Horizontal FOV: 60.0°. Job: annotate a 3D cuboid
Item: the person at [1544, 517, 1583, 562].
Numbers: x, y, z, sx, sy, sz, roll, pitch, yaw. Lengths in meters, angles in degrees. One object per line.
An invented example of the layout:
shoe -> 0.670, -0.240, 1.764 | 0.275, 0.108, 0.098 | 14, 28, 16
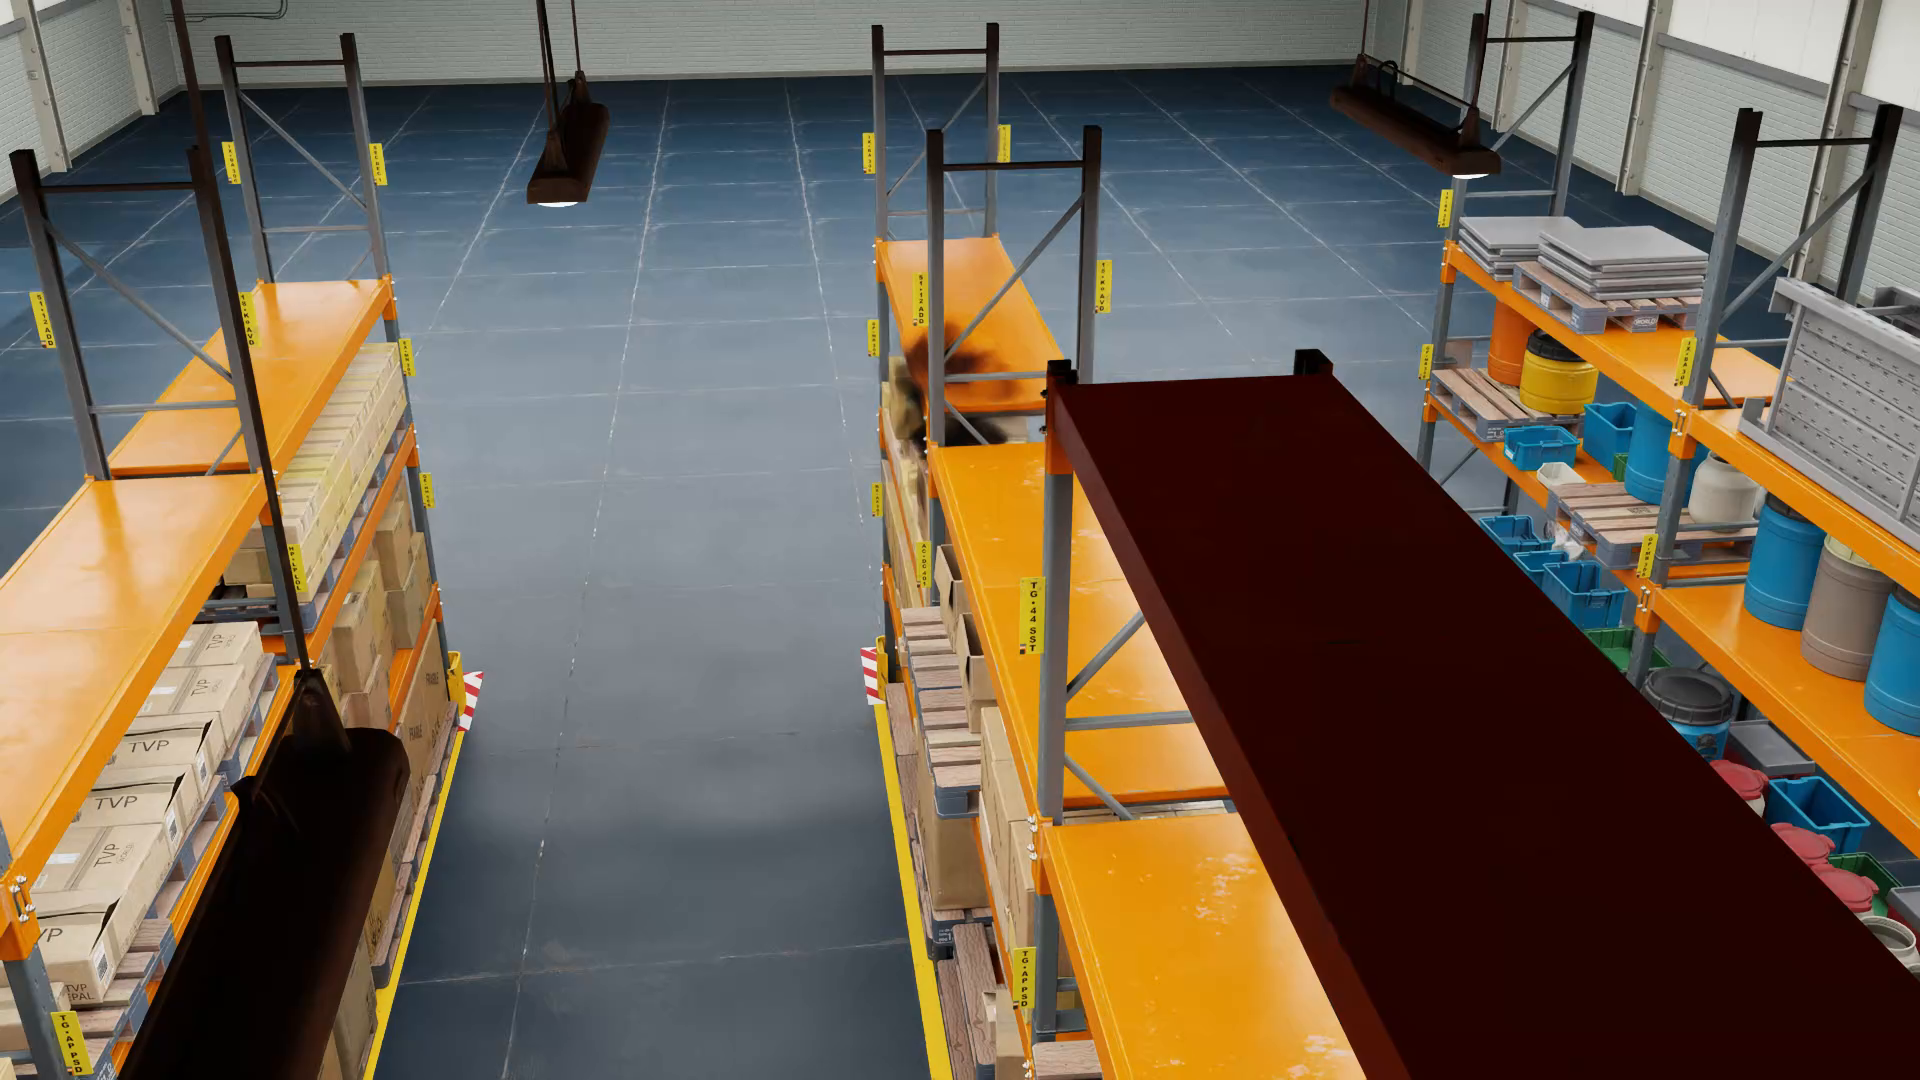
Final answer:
person -> 5.961, 0.149, 16.313 | 0.594, 1.665, 0.650 | 21, 33, 37

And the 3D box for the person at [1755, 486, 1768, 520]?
person -> 8.982, -0.675, 18.068 | 0.532, 1.639, 0.619 | 16, 30, 29
